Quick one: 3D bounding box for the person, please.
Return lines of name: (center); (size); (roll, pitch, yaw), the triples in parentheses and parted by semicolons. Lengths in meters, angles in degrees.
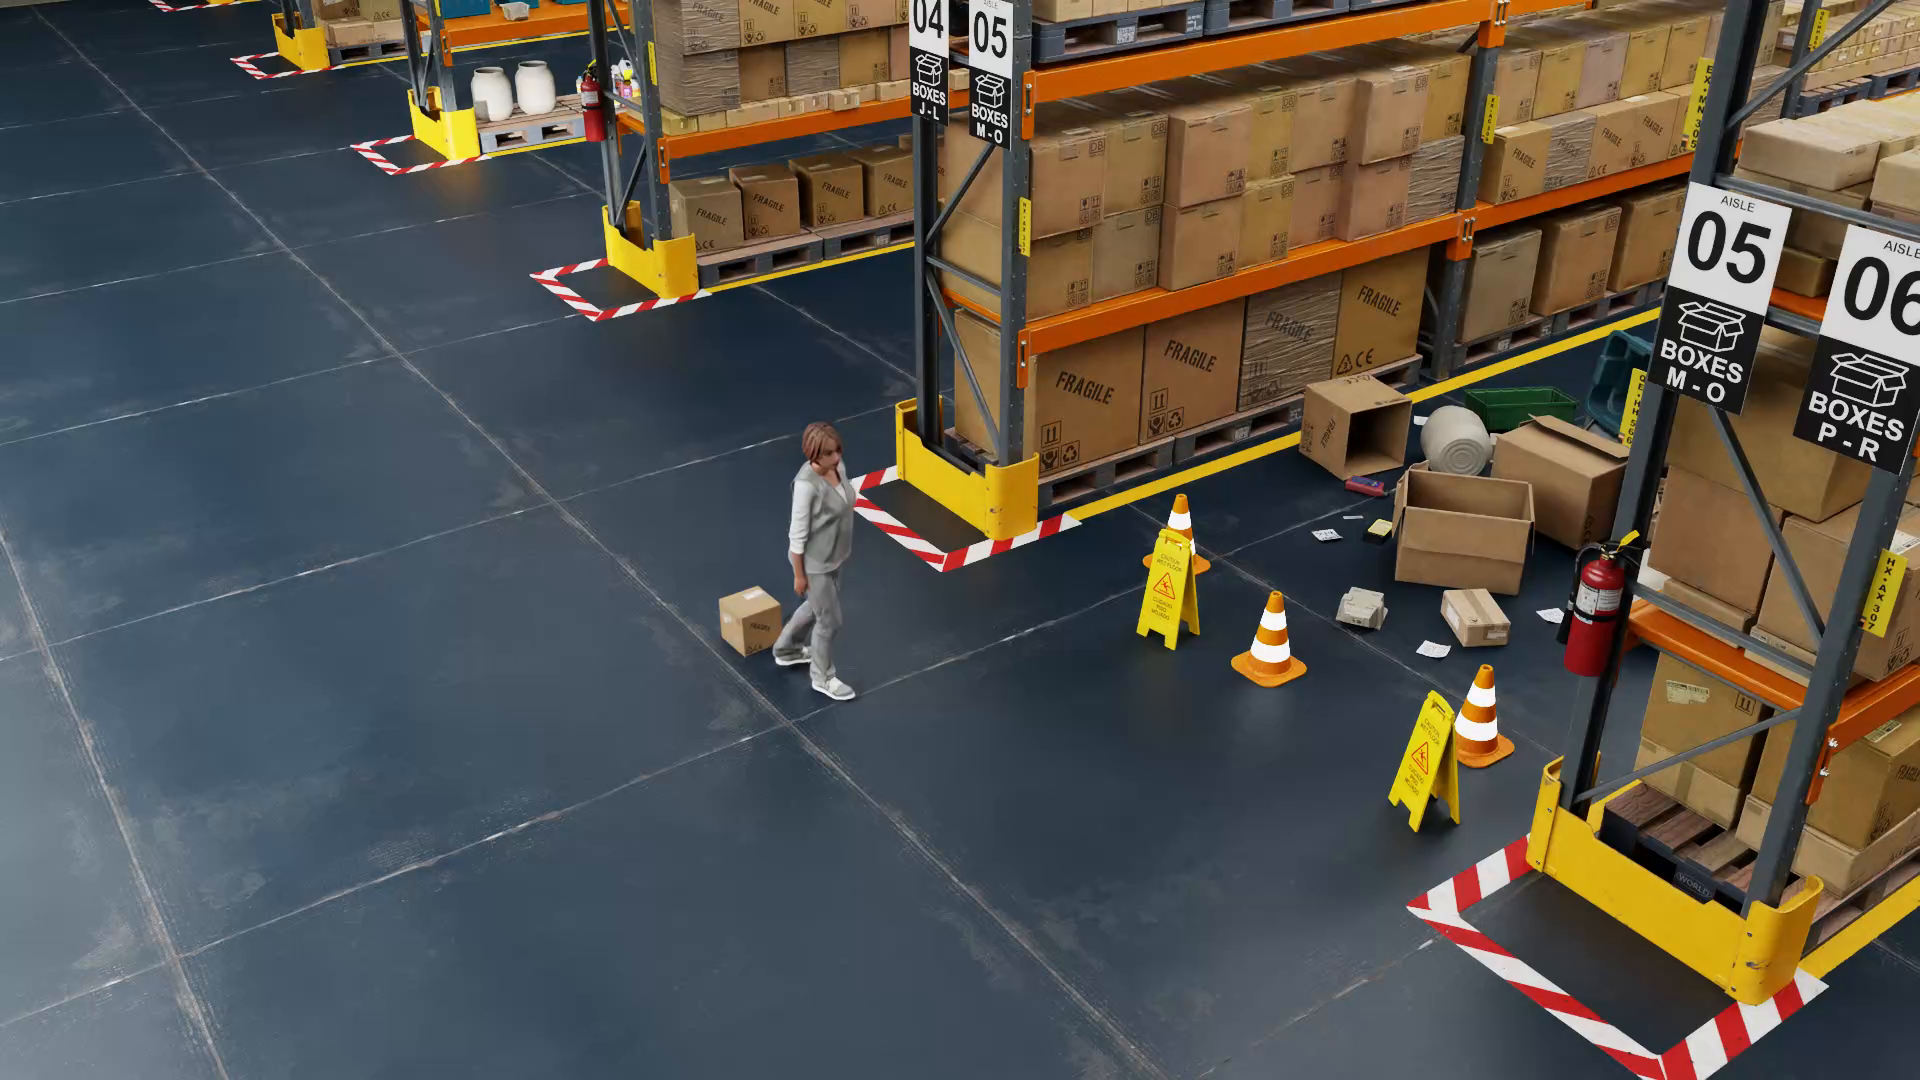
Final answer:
person: (-0.773, 0.080, 8.493); (0.513, 1.585, 0.470); (10, 31, 18)
